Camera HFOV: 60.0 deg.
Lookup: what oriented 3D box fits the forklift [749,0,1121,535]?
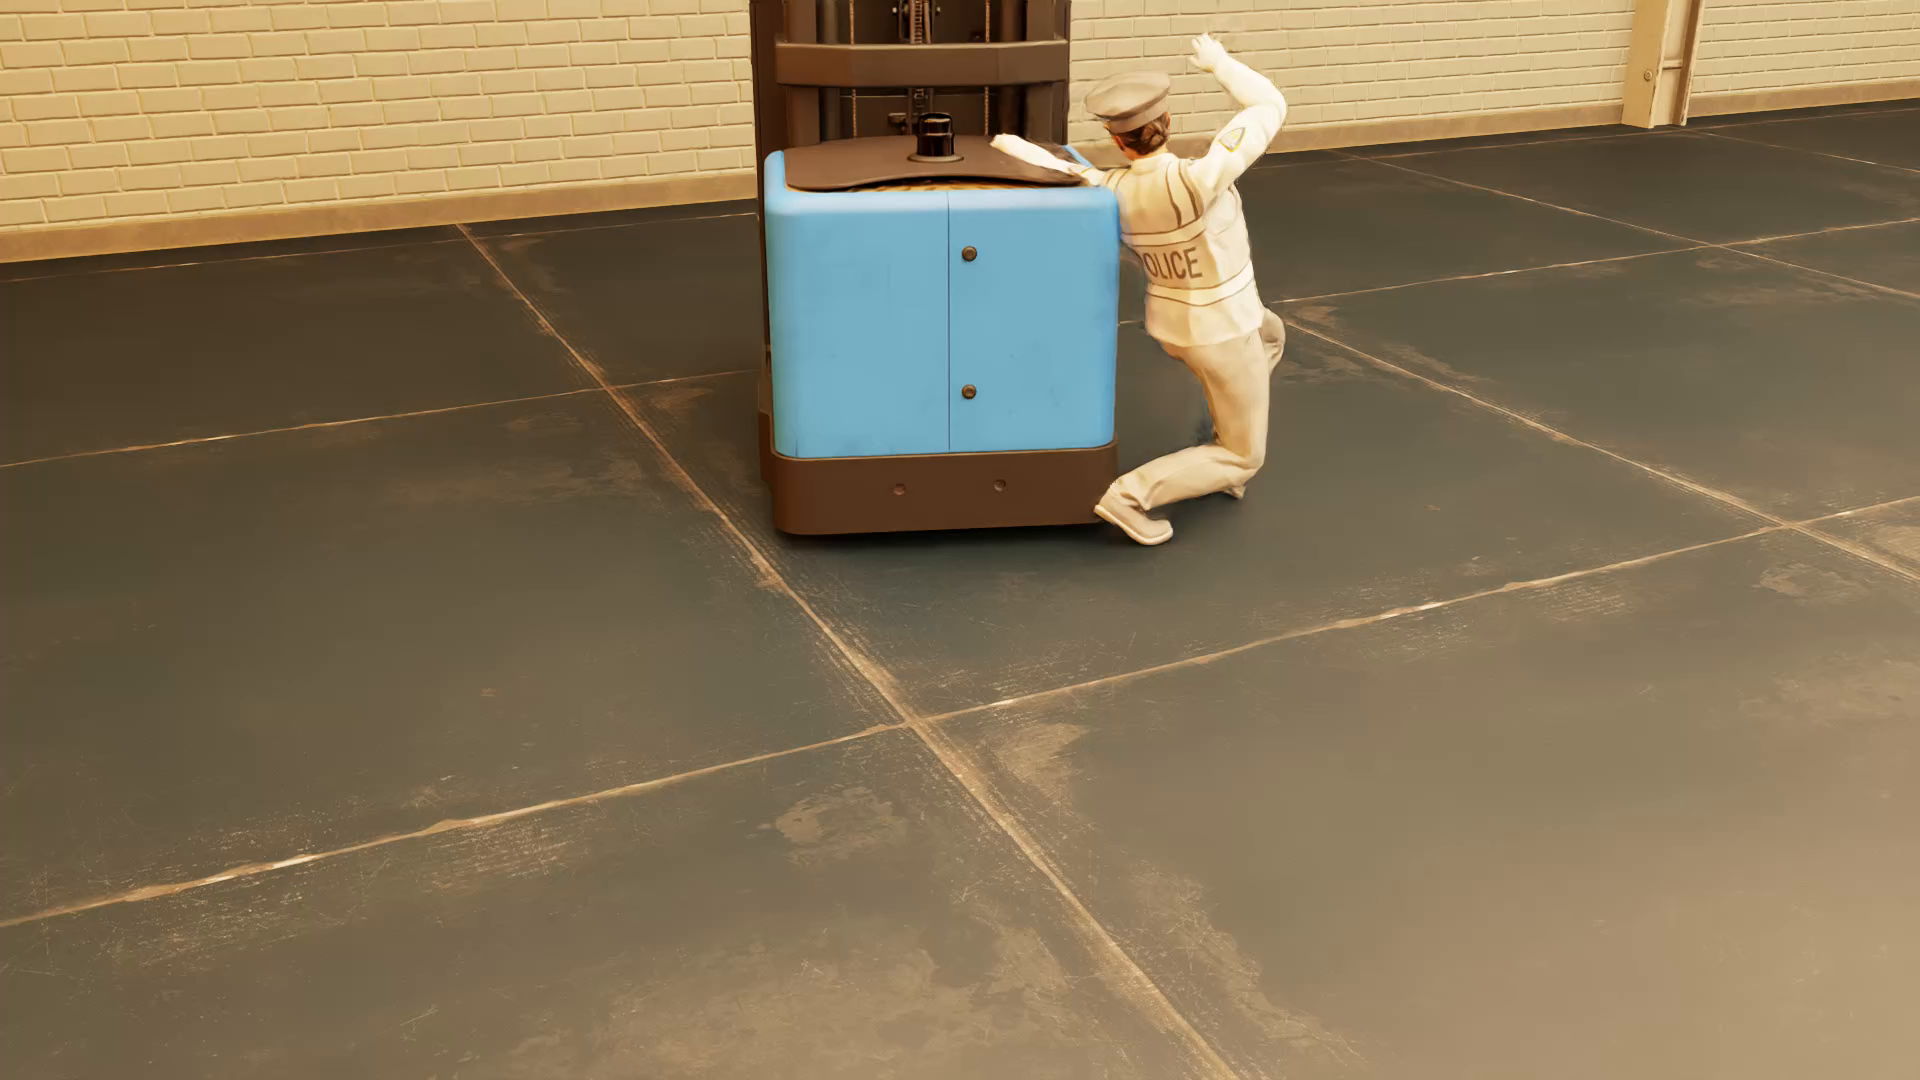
[{"bbox_3d":[-0.195,-1.896,5.849,1.130,2.935,3.031,-2,23,-6],"label":"forklift"}]

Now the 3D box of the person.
[{"bbox_3d":[0.610,-0.810,5.177,0.825,1.493,1.003,-13,26,-28],"label":"person"}]
